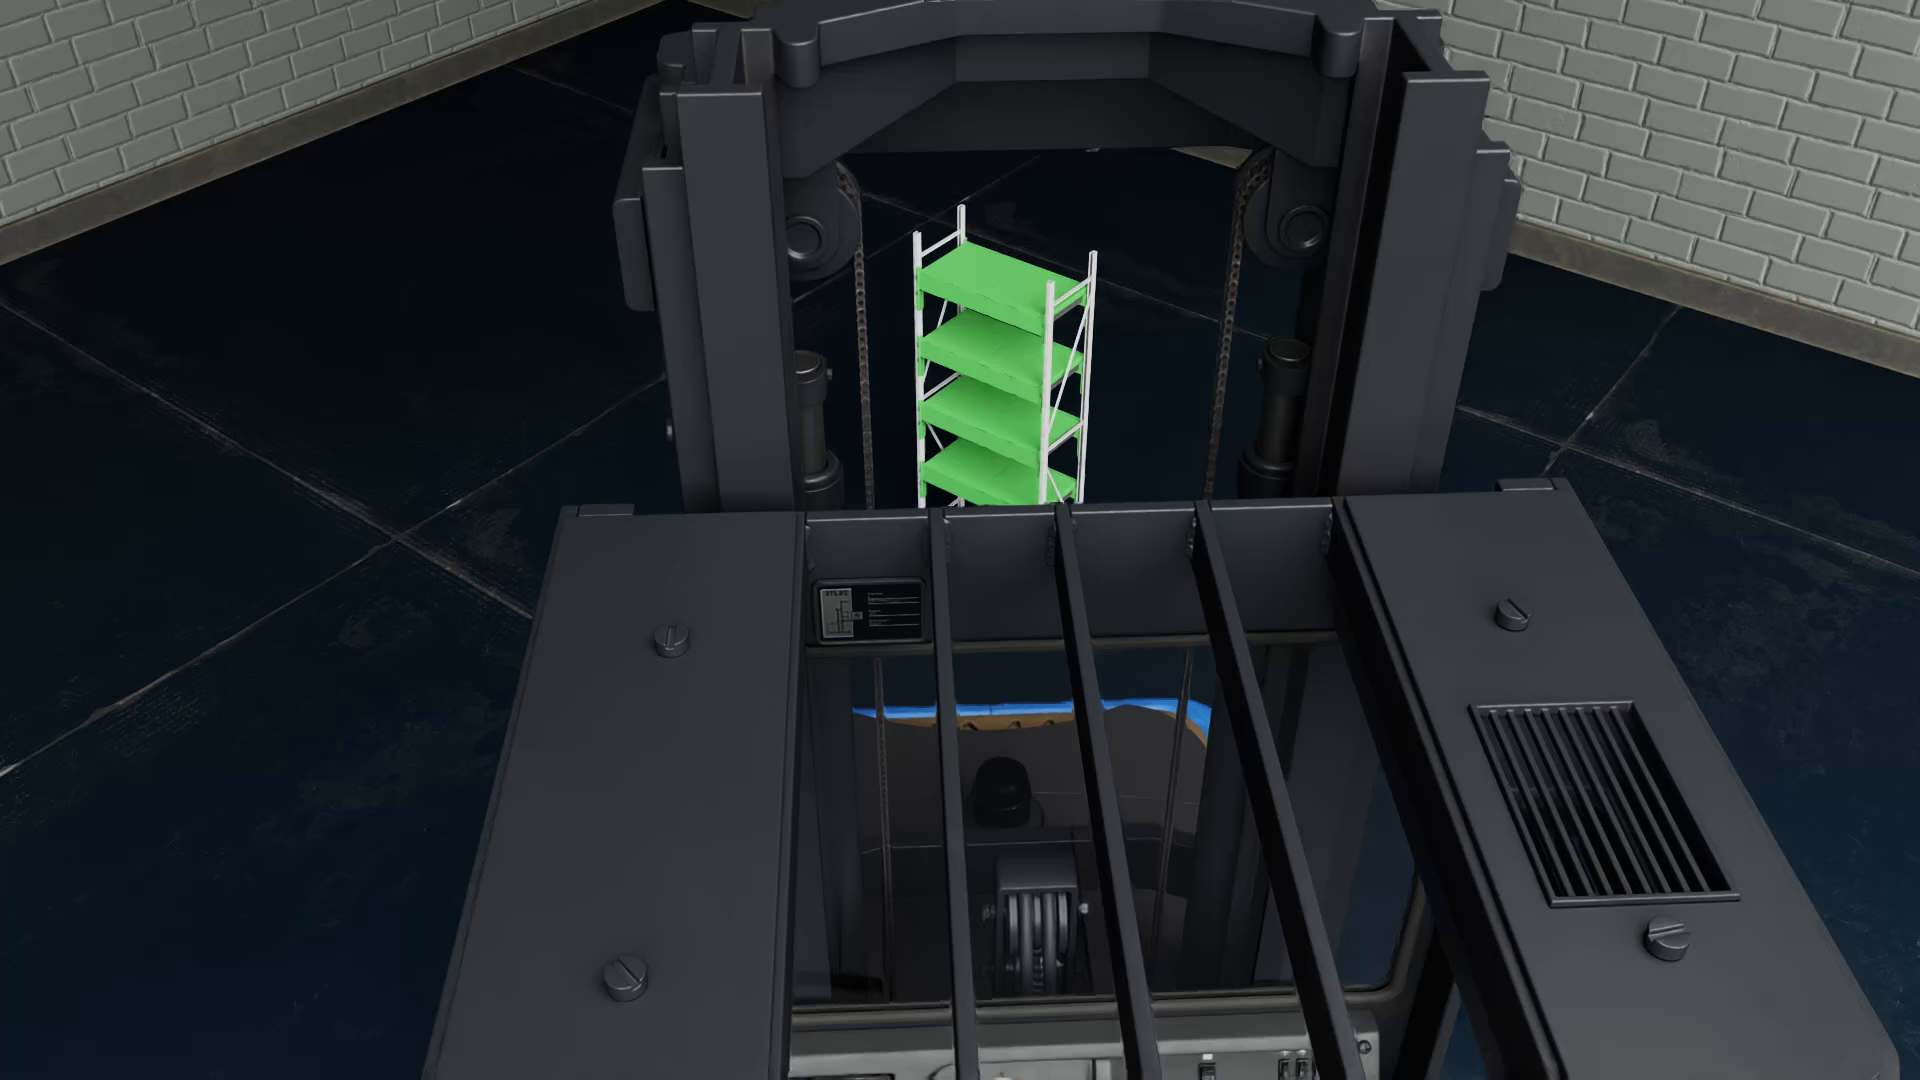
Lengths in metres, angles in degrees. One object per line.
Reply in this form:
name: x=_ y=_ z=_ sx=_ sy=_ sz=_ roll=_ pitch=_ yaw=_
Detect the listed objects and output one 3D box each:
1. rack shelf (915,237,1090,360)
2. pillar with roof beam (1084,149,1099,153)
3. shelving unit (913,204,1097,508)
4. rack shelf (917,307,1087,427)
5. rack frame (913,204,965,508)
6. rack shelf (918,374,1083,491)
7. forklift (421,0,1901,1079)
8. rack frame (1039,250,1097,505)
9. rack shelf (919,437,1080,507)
rack shelf: x=0.131 y=-0.738 z=5.044 sx=0.480 sy=0.148 sz=0.258 roll=25 pitch=45 yaw=29
pillar with roof beam: x=-2.023 y=-3.489 z=2.907 sx=0.400 sy=9.000 sz=9.100 roll=25 pitch=45 yaw=29
shelving unit: x=0.131 y=-0.410 z=5.301 sx=0.503 sy=1.200 sz=0.258 roll=25 pitch=45 yaw=29
rack shelf: x=0.131 y=-0.549 z=5.192 sx=0.480 sy=0.148 sz=0.258 roll=25 pitch=45 yaw=29
rack frame: x=-0.062 y=-0.502 z=5.418 sx=0.015 sy=1.200 sz=0.240 roll=25 pitch=45 yaw=29
rack shelf: x=0.131 y=-0.360 z=5.340 sx=0.480 sy=0.148 sz=0.258 roll=25 pitch=45 yaw=29
forklift: x=0.132 y=0.944 z=2.167 sx=1.130 sy=2.935 sz=3.031 roll=-2 pitch=38 yaw=-2
rack frame: x=0.325 y=-0.319 z=5.184 sx=0.015 sy=1.200 sz=0.240 roll=25 pitch=45 yaw=29
rack shelf: x=0.131 y=-0.171 z=5.488 sx=0.480 sy=0.148 sz=0.258 roll=25 pitch=45 yaw=29
